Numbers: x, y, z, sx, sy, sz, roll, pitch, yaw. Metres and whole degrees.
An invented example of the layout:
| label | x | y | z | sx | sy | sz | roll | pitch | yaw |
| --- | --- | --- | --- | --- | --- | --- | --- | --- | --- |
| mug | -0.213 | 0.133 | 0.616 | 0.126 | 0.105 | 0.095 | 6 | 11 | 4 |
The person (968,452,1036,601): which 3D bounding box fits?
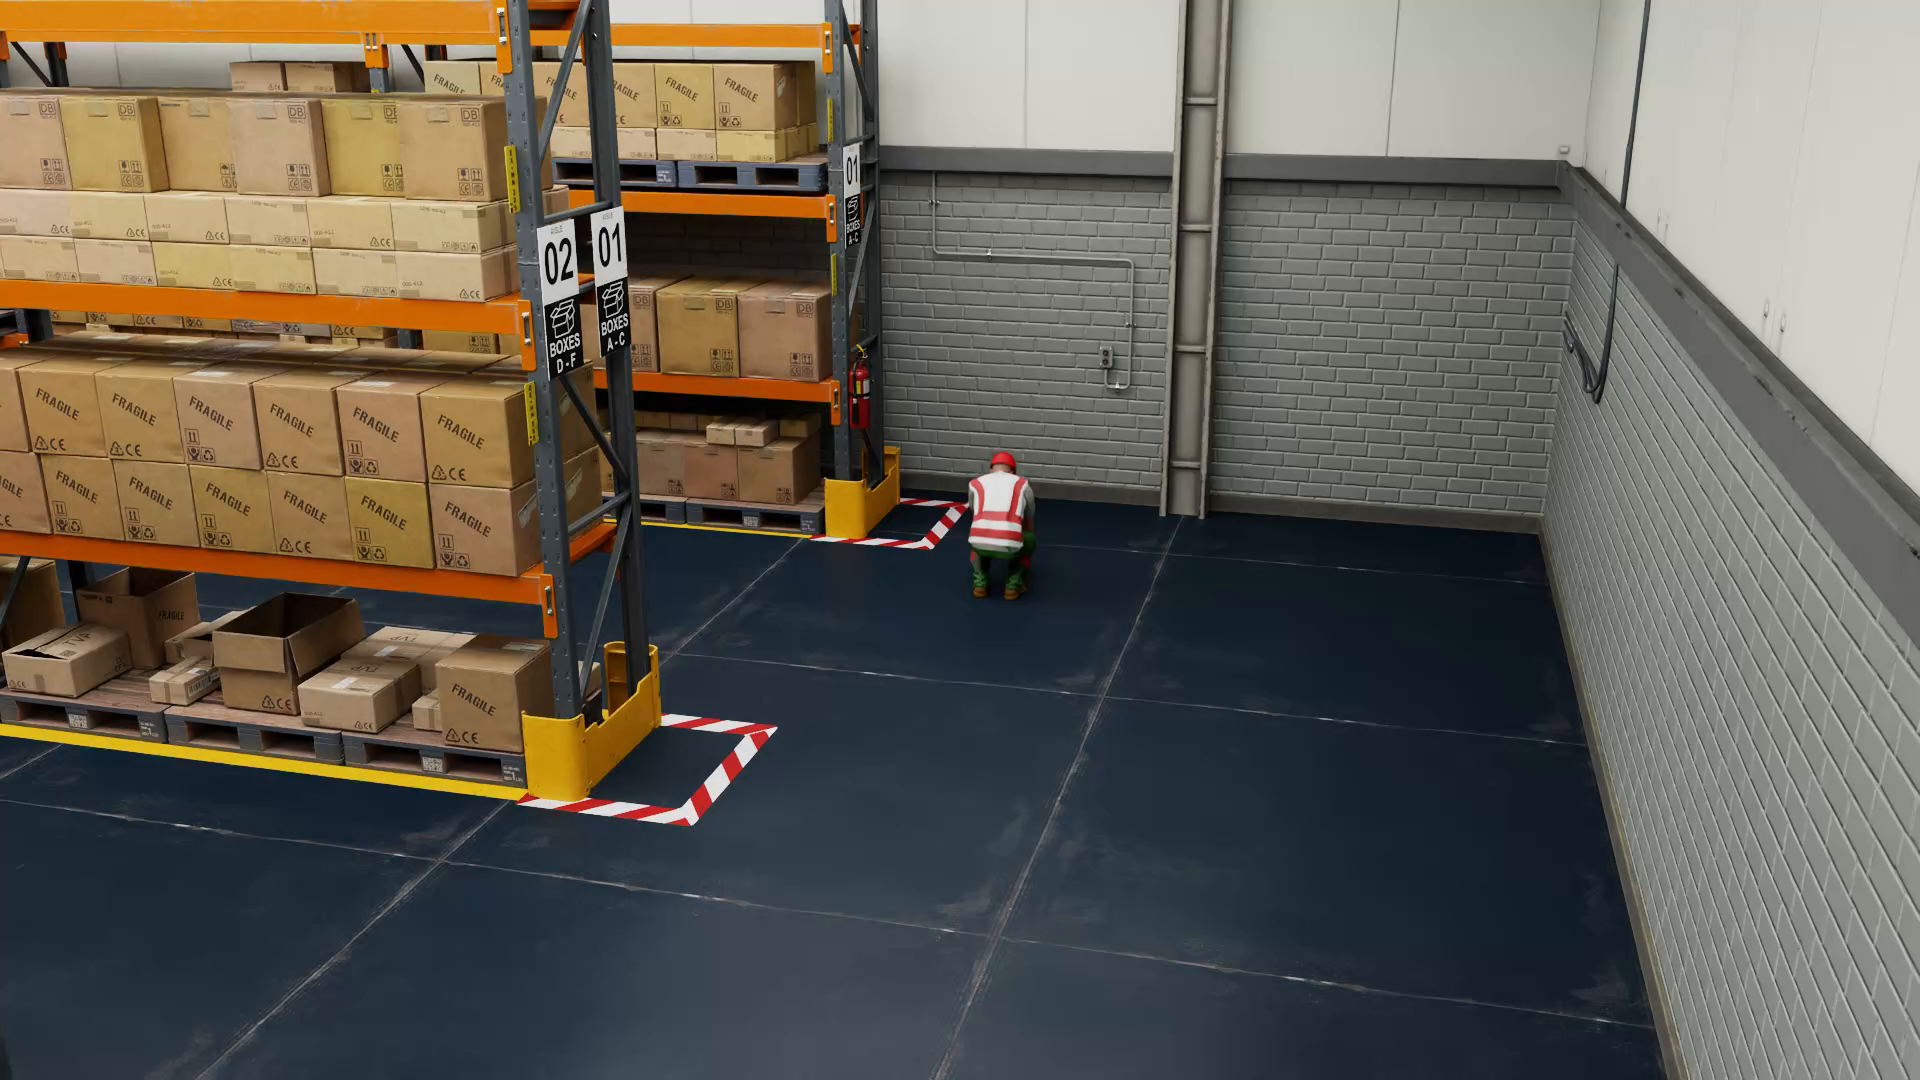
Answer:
| label | x | y | z | sx | sy | sz | roll | pitch | yaw |
| --- | --- | --- | --- | --- | --- | --- | --- | --- | --- |
| person | 0.309 | -0.107 | 12.630 | 0.545 | 1.001 | 0.885 | 4 | 19 | 12 |
